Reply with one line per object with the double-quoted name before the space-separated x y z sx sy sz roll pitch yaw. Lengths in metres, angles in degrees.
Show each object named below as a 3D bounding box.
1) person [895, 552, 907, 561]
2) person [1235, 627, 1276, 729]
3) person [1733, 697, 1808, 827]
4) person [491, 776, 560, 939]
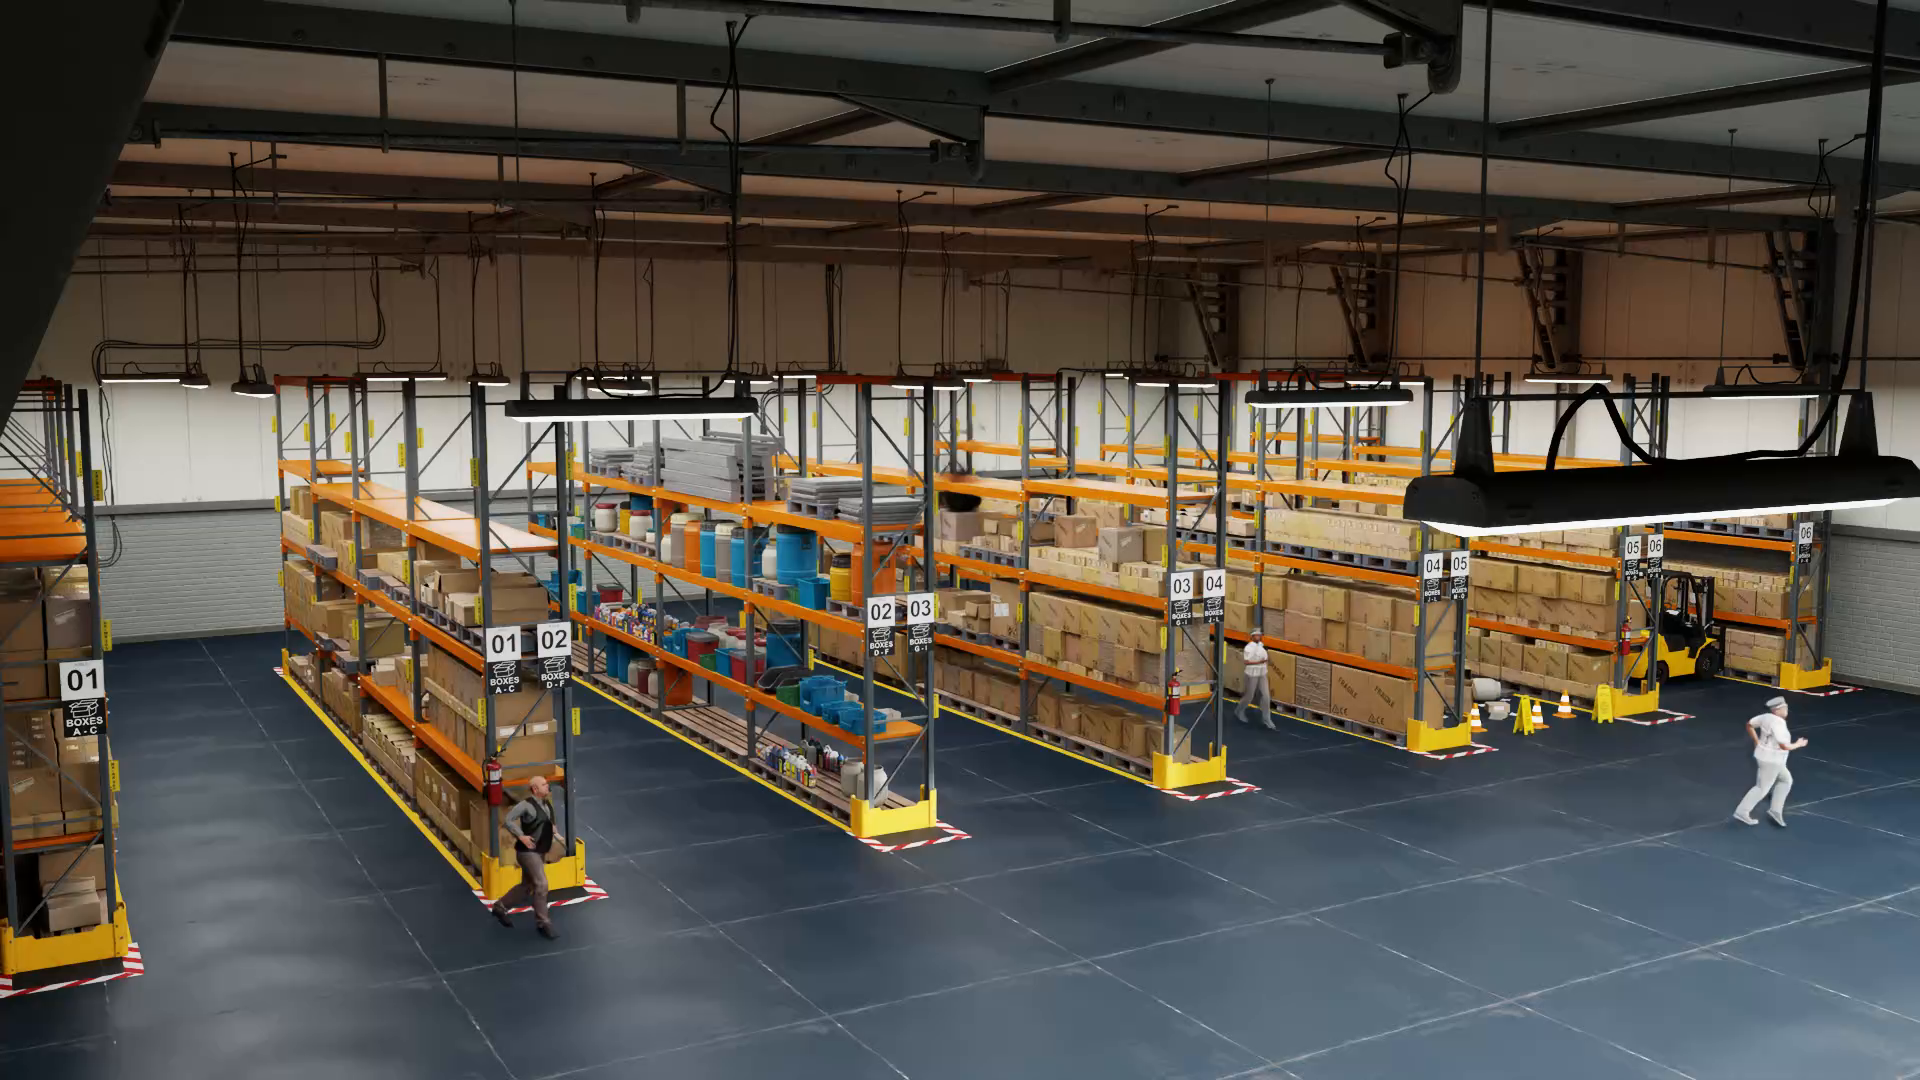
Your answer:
"person" -1.558 1.006 41.020 0.790 1.767 0.885 4 7 33
"person" 5.069 2.339 28.527 0.546 1.714 0.850 -4 7 -33
"person" 10.934 3.004 22.475 0.911 1.832 0.672 1 6 10
"person" -4.756 3.485 18.473 0.864 1.745 0.661 1 6 12
